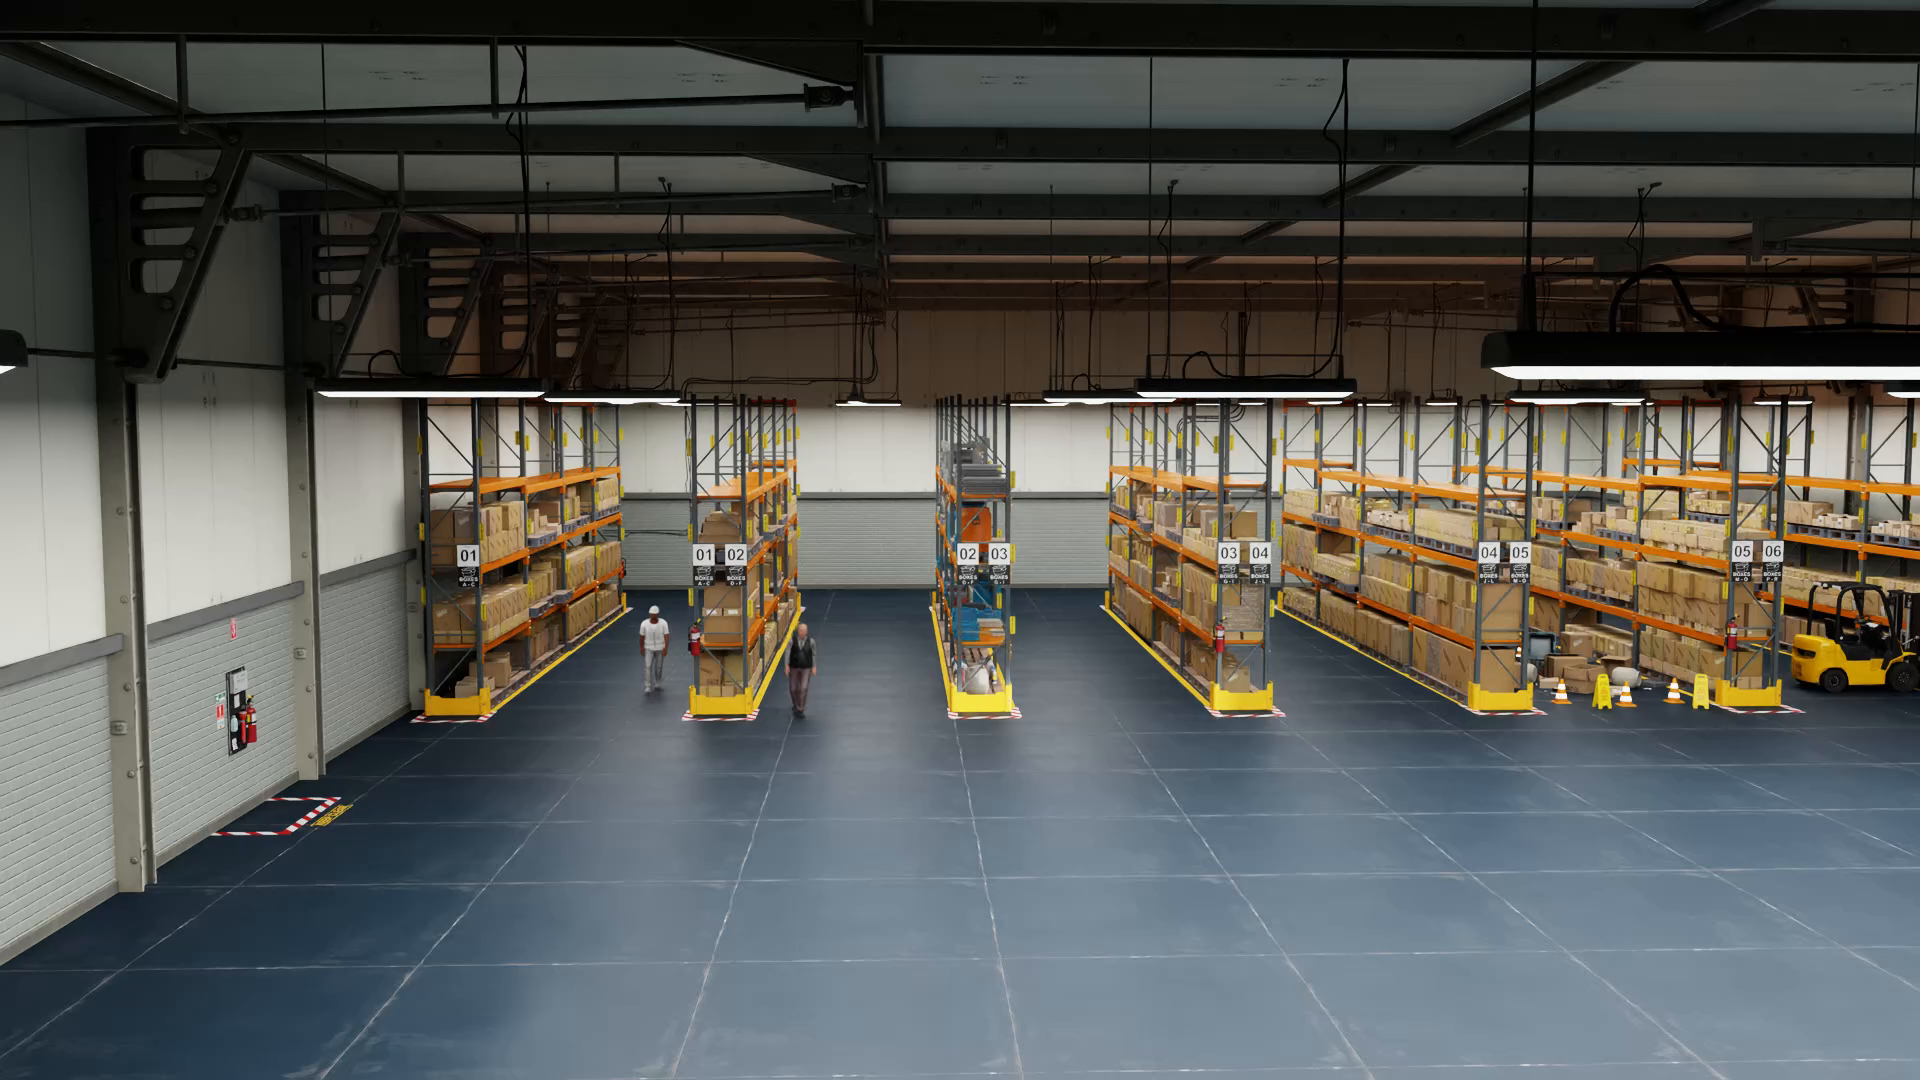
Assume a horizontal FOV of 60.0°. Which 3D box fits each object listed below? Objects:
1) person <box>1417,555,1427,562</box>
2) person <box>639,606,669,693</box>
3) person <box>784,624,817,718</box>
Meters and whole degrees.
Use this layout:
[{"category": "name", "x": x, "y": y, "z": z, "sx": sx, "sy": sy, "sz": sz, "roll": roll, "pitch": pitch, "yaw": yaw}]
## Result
[{"category": "person", "x": 13.907, "y": 0.955, "z": 50.148, "sx": 0.967, "sy": 1.631, "sz": 0.437, "roll": -1, "pitch": 5, "yaw": -8}, {"category": "person", "x": -6.176, "y": 2.193, "z": 33.621, "sx": 0.578, "sy": 1.709, "sz": 0.989, "roll": -1, "pitch": 5, "yaw": -15}, {"category": "person", "x": -2.986, "y": 2.434, "z": 31.193, "sx": 0.610, "sy": 1.715, "sz": 0.753, "roll": -1, "pitch": 5, "yaw": -7}]
